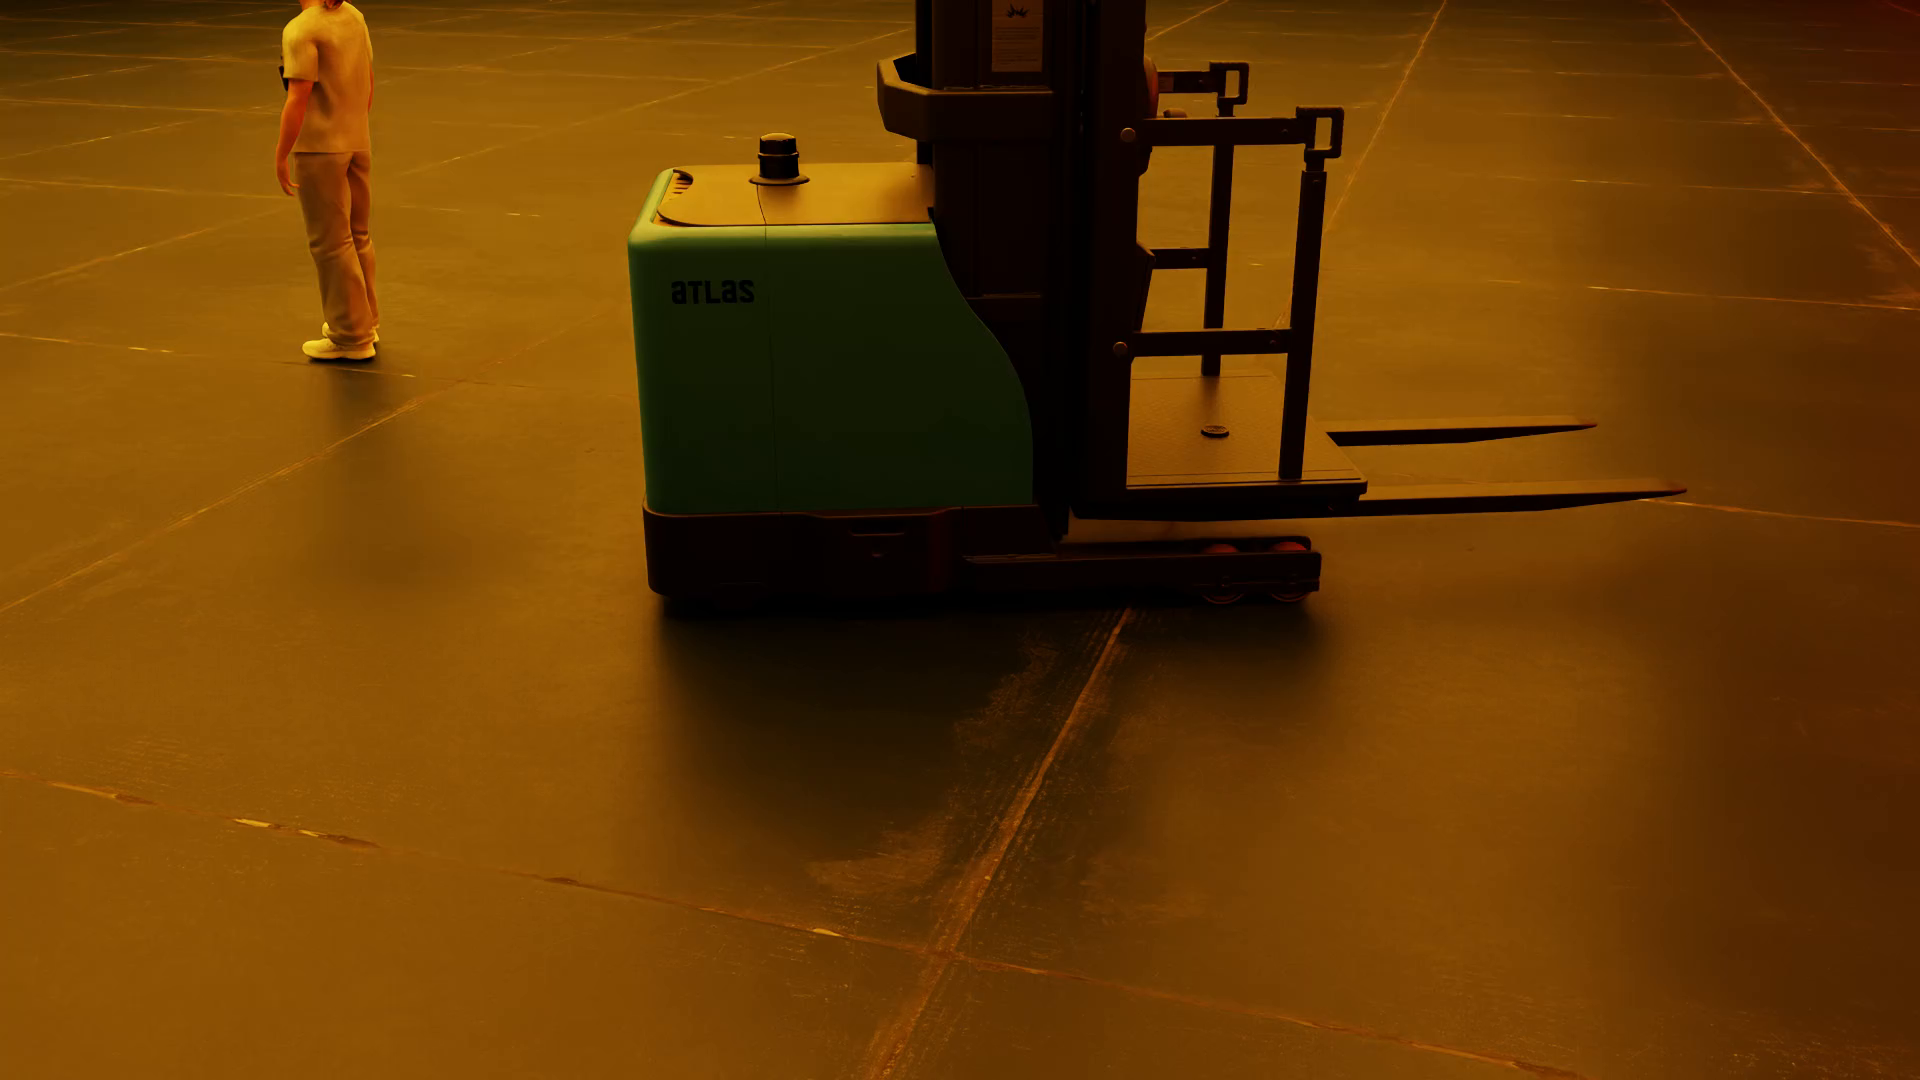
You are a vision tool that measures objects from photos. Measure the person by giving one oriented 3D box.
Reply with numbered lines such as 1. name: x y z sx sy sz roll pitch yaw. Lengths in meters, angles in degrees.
1. person: -2.573 -1.547 6.652 0.548 1.673 0.550 6 23 15

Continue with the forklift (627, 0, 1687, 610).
1. forklift: 0.606 -1.374 4.608 3.031 2.935 1.130 -2 23 -4
